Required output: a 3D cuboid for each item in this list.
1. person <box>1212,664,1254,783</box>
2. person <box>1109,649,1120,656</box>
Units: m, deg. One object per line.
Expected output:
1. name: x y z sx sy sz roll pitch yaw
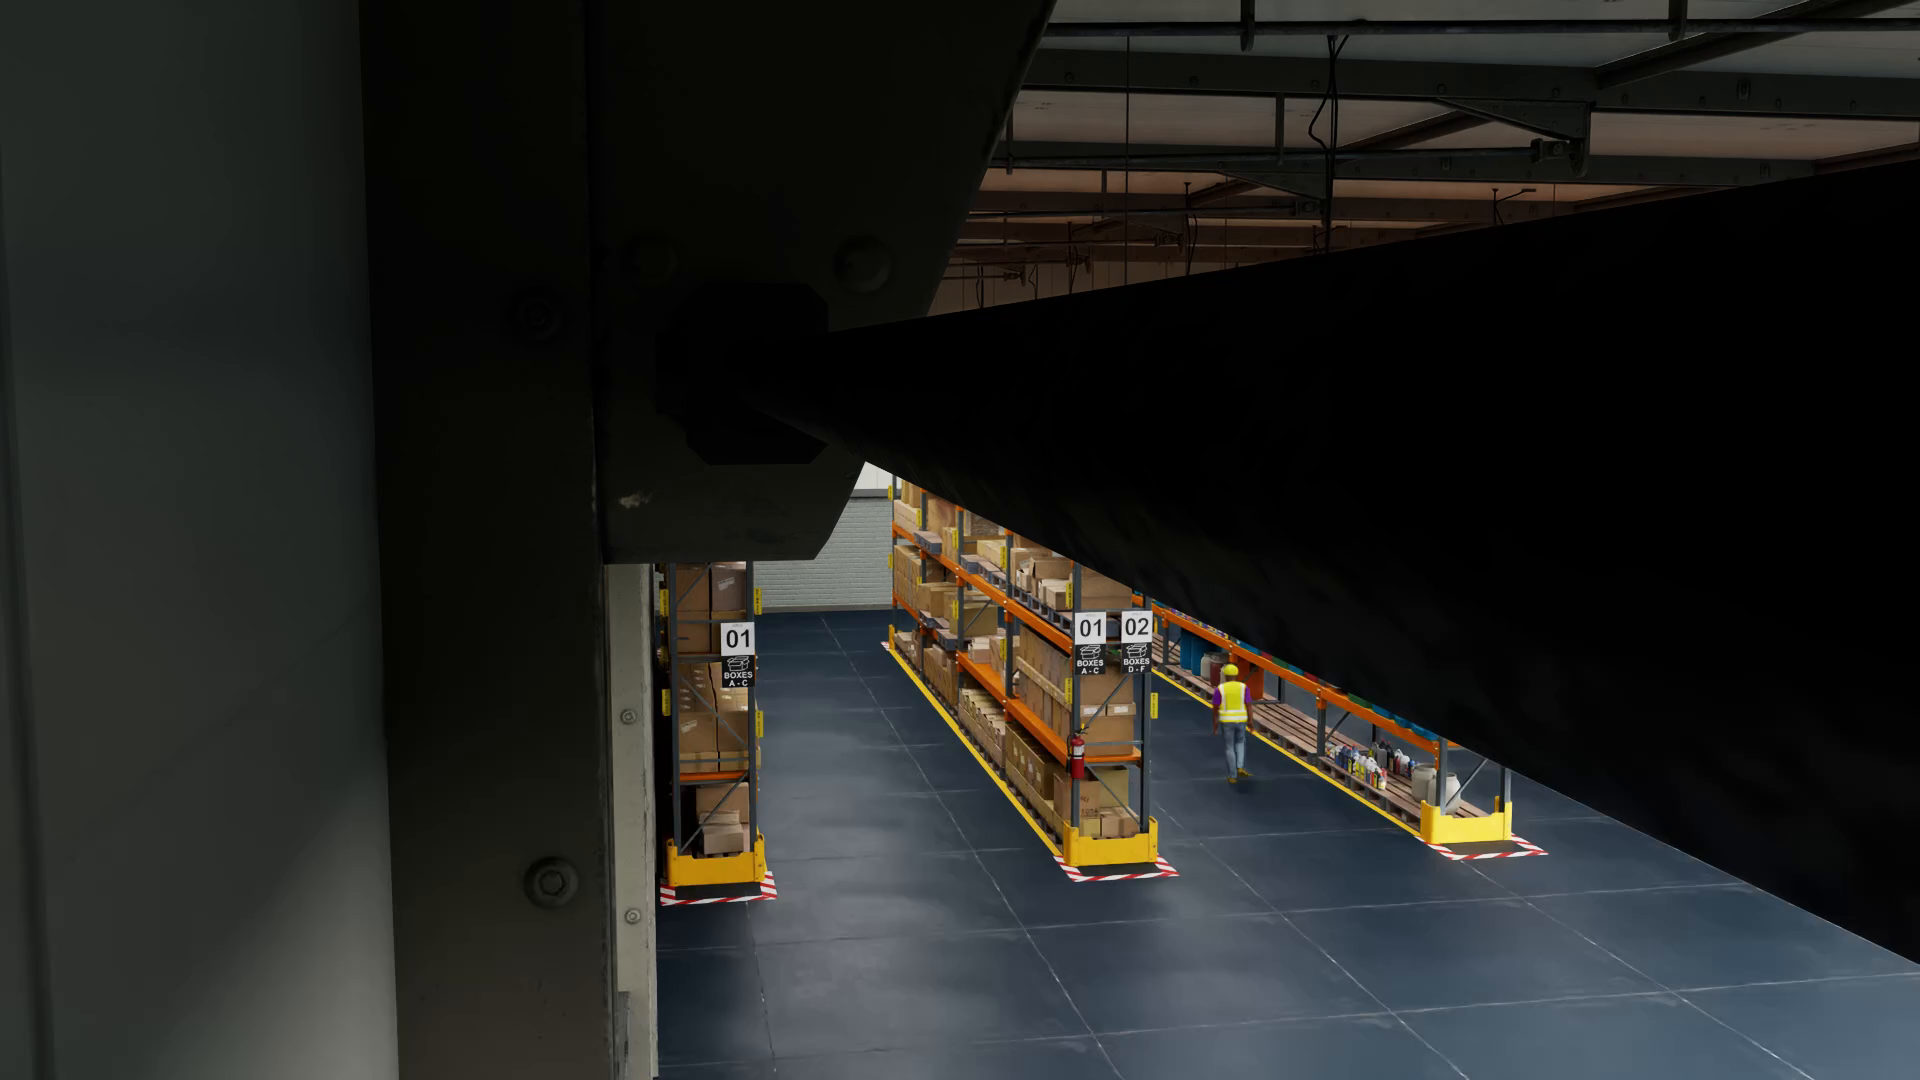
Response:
1. person: 4.098 2.740 25.021 0.612 1.745 0.527 0 6 -1
2. person: 2.789 2.013 31.812 0.574 1.788 0.551 -1 6 -7
